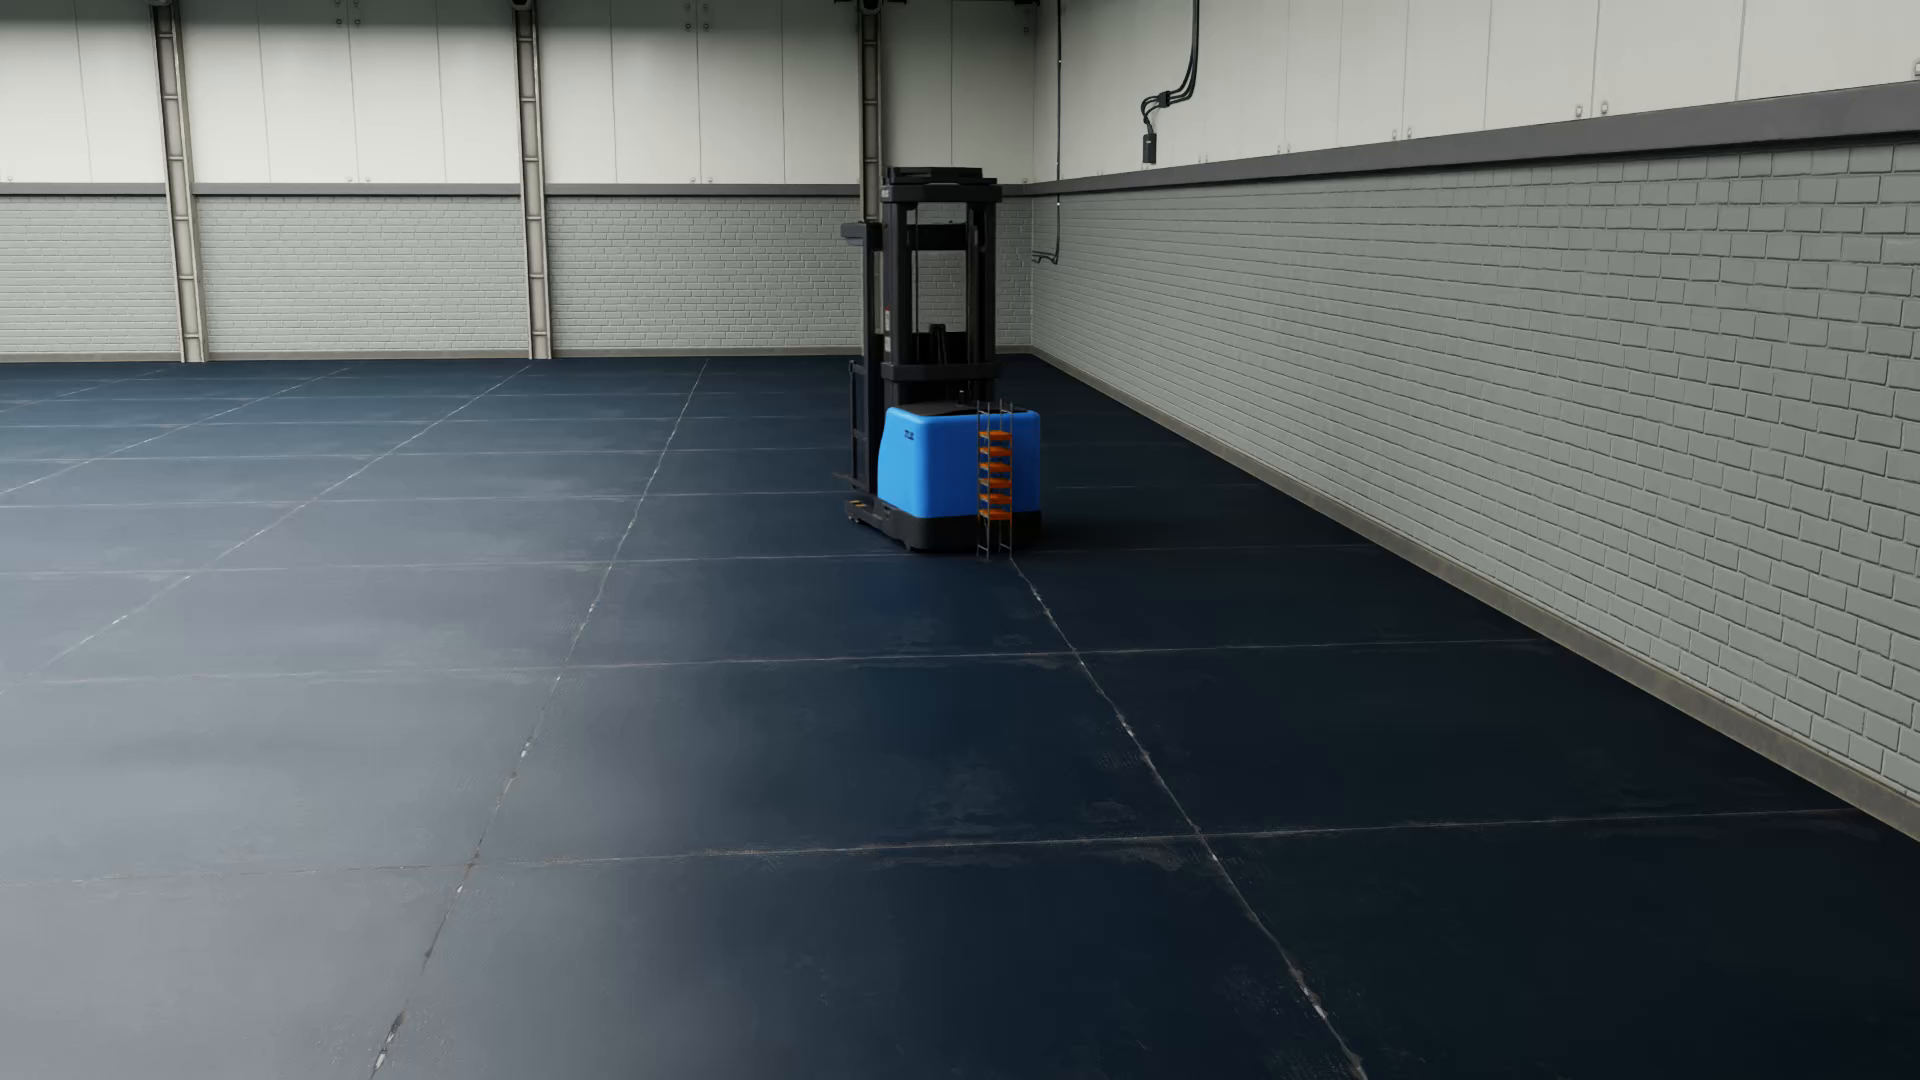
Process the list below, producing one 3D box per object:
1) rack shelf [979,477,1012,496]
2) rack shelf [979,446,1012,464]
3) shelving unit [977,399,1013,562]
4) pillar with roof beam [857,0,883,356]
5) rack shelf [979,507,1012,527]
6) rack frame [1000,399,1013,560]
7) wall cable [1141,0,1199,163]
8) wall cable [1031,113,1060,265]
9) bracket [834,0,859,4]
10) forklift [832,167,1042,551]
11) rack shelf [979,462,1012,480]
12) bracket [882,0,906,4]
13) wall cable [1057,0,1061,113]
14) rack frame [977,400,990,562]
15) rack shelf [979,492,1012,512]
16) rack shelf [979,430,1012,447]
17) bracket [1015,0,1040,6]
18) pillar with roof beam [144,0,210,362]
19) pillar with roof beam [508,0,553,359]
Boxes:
[{"bbox_3d":[0.263,-0.408,12.563,0.180,0.103,0.258,-4,12,-20],"label":"rack shelf"},{"bbox_3d":[0.263,-0.644,12.517,0.180,0.103,0.258,-4,12,-20],"label":"rack shelf"},{"bbox_3d":[0.263,-0.452,12.555,0.189,1.200,0.258,-4,12,-20],"label":"shelving unit"},{"bbox_3d":[-1.151,-7.006,25.677,0.548,9.000,9.100,-1,11,-6],"label":"pillar with roof beam"},{"bbox_3d":[0.262,-0.173,12.610,0.180,0.103,0.258,-4,12,-20],"label":"rack shelf"},{"bbox_3d":[0.348,-0.458,12.585,0.006,1.200,0.240,-4,12,-20],"label":"rack frame"},{"bbox_3d":[2.465,-7.487,19.308,0.169,6.003,2.305,-1,11,-6],"label":"wall cable"},{"bbox_3d":[1.456,-6.116,29.198,0.112,2.526,3.097,-1,11,-6],"label":"wall cable"},{"bbox_3d":[-1.990,-9.521,29.139,0.430,0.232,0.235,-1,11,-6],"label":"bracket"},{"bbox_3d":[-0.346,-1.600,13.907,1.130,2.935,3.031,-4,12,-20],"label":"forklift"},{"bbox_3d":[0.263,-0.526,12.540,0.180,0.103,0.258,-4,12,-20],"label":"rack shelf"},{"bbox_3d":[-1.165,-9.538,29.227,0.430,0.232,0.235,-1,11,-6],"label":"bracket"},{"bbox_3d":[1.748,-8.075,26.072,0.112,2.526,3.097,-1,11,-6],"label":"wall cable"},{"bbox_3d":[0.177,-0.446,12.524,0.006,1.200,0.240,-4,12,-20],"label":"rack frame"},{"bbox_3d":[0.262,-0.290,12.587,0.180,0.103,0.258,-4,12,-20],"label":"rack shelf"},{"bbox_3d":[0.263,-0.761,12.493,0.180,0.103,0.258,-4,12,-20],"label":"rack shelf"},{"bbox_3d":[1.191,-9.588,29.478,0.430,0.232,0.235,-1,11,-6],"label":"bracket"},{"bbox_3d":[-13.081,-6.756,24.406,0.548,9.000,9.100,-1,11,-6],"label":"pillar with roof beam"},{"bbox_3d":[-7.116,-6.881,25.041,0.548,9.000,9.100,-1,11,-6],"label":"pillar with roof beam"}]
